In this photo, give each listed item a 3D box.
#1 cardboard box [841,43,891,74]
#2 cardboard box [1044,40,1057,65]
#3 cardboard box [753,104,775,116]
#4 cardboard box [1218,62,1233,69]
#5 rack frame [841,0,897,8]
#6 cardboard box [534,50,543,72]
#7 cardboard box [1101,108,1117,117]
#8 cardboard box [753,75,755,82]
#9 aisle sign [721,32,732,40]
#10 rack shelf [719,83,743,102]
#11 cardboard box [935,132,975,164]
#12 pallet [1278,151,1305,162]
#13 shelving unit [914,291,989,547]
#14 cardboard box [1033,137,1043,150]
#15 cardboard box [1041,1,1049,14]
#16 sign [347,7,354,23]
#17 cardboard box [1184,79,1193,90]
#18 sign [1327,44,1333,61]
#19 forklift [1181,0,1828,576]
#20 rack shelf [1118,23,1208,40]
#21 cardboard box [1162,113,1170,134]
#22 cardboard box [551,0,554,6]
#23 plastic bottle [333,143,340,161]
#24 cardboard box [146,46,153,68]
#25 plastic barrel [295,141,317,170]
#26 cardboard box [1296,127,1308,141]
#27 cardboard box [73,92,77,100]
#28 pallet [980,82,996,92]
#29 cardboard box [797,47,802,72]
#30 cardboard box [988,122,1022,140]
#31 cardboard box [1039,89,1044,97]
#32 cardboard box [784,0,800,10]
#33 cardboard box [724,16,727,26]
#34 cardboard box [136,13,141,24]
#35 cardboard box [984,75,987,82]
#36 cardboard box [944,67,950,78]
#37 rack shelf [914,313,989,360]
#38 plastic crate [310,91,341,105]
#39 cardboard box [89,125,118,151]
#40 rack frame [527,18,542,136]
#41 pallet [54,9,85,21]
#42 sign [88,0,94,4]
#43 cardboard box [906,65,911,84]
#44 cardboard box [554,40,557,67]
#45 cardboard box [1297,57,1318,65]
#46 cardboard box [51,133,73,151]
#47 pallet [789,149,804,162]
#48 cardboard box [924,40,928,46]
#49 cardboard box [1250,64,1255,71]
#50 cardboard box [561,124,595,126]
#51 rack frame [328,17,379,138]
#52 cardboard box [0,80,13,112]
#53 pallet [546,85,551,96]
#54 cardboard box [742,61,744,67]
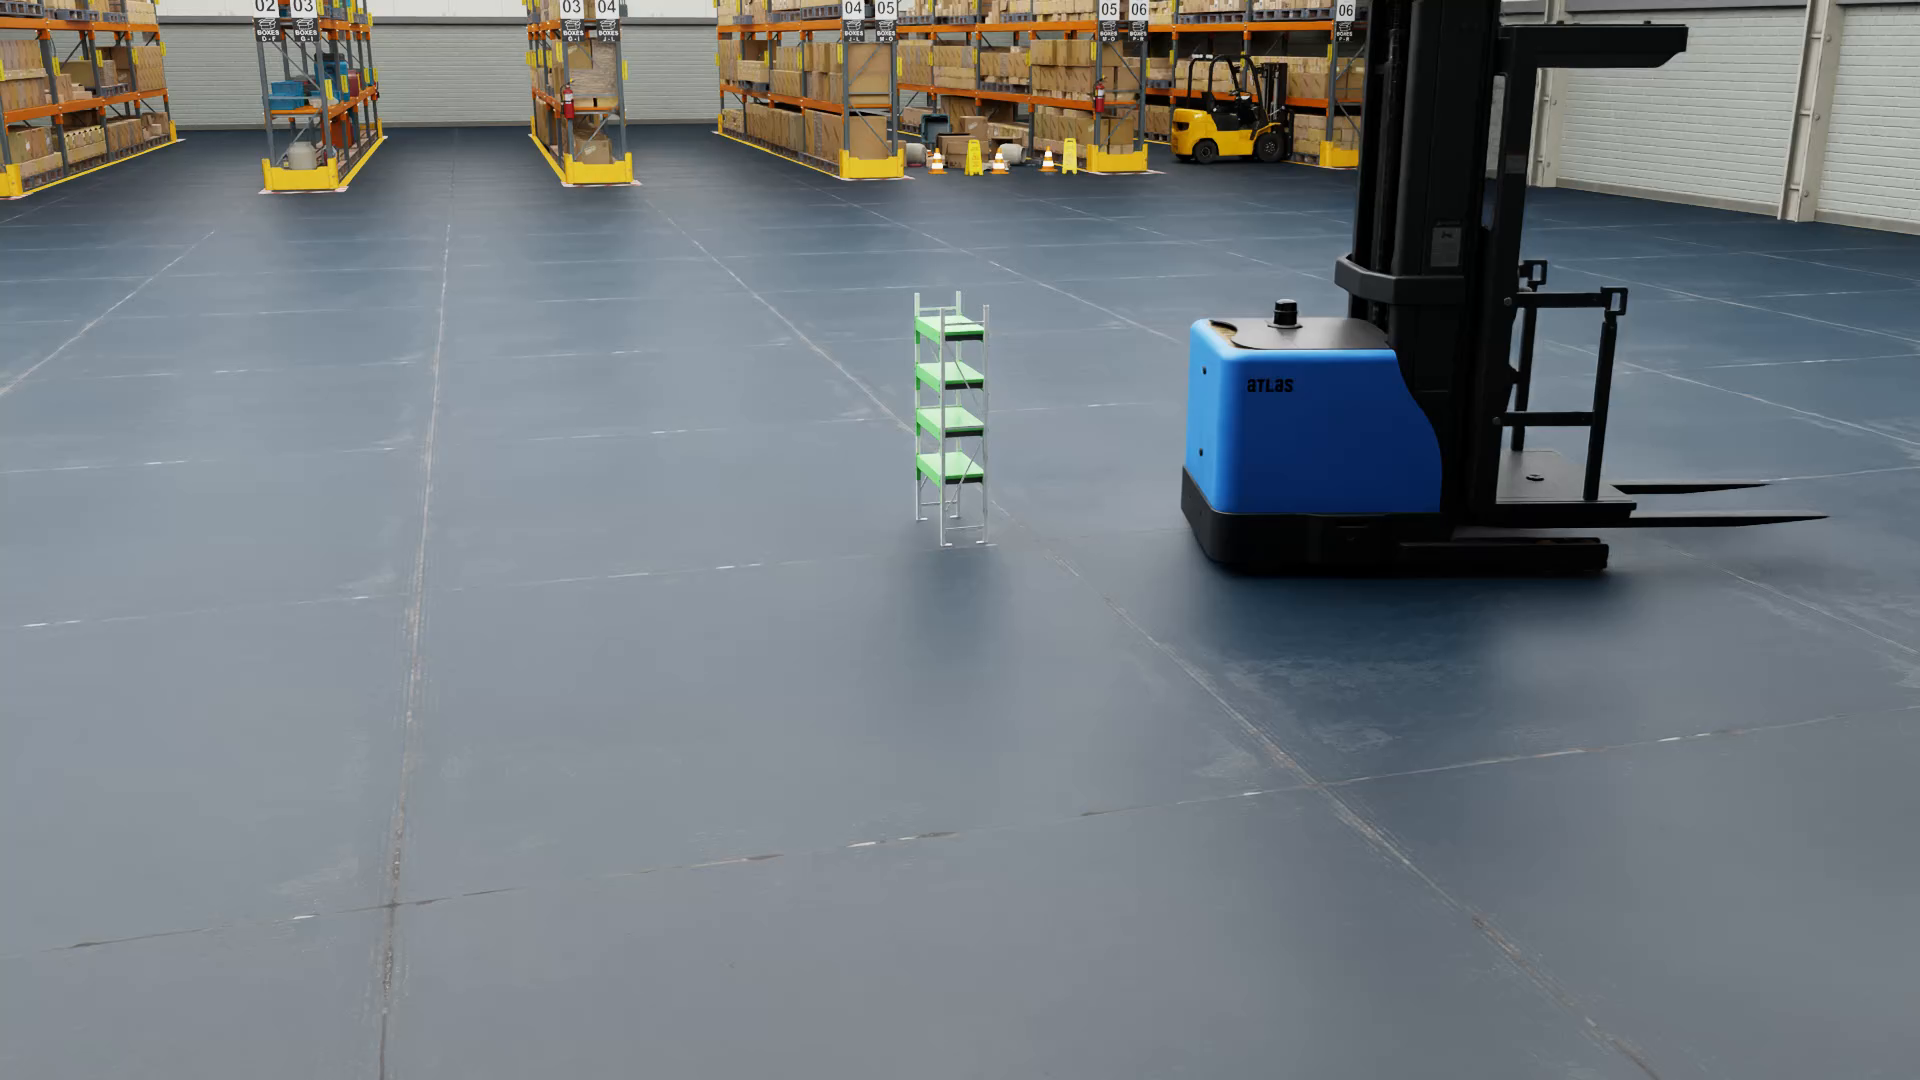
[{"bbox_3d":[-1.716,-8.899,30.726,0.875,0.550,0.550,-5,17,-15],"label":"cardboard box"},{"bbox_3d":[2.125,-9.976,34.021,0.700,0.500,0.500,-5,17,-16],"label":"cardboard box"},{"bbox_3d":[-4.715,-10.373,40.082,0.500,0.250,0.500,-4,17,-13],"label":"cardboard box"},{"bbox_3d":[6.129,-10.840,38.025,0.380,0.149,0.250,-5,17,-17],"label":"cardboard box"},{"bbox_3d":[-1.651,-11.077,29.688,1.000,3.000,0.127,-5,17,-15],"label":"rack frame"},{"bbox_3d":[-10.129,-11.695,40.612,0.500,0.500,0.500,-4,17,-14],"label":"cardboard box"},{"bbox_3d":[4.015,-11.743,45.948,0.700,0.500,0.500,-5,18,-17],"label":"cardboard box"},{"bbox_3d":[-4.630,-10.807,38.923,0.380,0.149,0.250,-5,17,-16],"label":"cardboard box"},{"bbox_3d":[-6.356,-13.872,44.899,0.394,0.787,0.004,-5,17,-15],"label":"aisle sign"},{"bbox_3d":[-5.498,-11.732,43.546,1.077,0.370,4.000,-5,17,-15],"label":"rack shelf"},{"bbox_3d":[-0.101,-8.037,34.096,0.797,0.637,0.503,-5,17,-15],"label":"cardboard box"},{"bbox_3d":[7.270,-8.227,35.472,1.003,0.211,1.213,-5,17,-15],"label":"pallet"},{"bbox_3d":[-0.045,-0.620,8.432,0.258,1.200,0.503,-5,17,-15],"label":"shelving unit"},{"bbox_3d":[1.884,-8.430,35.351,0.500,0.250,0.500,-6,18,-18],"label":"cardboard box"},{"bbox_3d":[1.990,-10.952,34.228,0.500,0.250,0.500,-5,17,-16],"label":"cardboard box"},{"bbox_3d":[-12.881,-11.093,35.136,0.100,0.325,0.005,-5,17,-15],"label":"sign"},{"bbox_3d":[5.674,-10.876,39.707,0.500,0.250,0.500,-5,17,-16],"label":"cardboard box"},{"bbox_3d":[7.327,-9.646,32.926,0.100,0.325,0.005,-5,17,-15],"label":"sign"},{"bbox_3d":[2.689,-1.388,7.979,3.031,2.935,1.130,0,17,-2],"label":"forklift"},{"bbox_3d":[5.104,-12.875,42.137,1.077,0.370,4.000,-5,17,-15],"label":"rack shelf"},{"bbox_3d":[5.331,-10.334,41.255,0.500,0.500,0.500,-4,17,-14],"label":"cardboard box"},{"bbox_3d":[-7.463,-10.098,31.209,0.380,0.149,0.250,-5,17,-16],"label":"cardboard box"},{"bbox_3d":[-11.855,-7.342,31.519,0.144,0.351,0.185,-5,17,-17],"label":"plastic bottle"},{"bbox_3d":[-19.556,-11.484,39.558,0.500,0.500,0.500,-4,17,-14],"label":"cardboard box"},{"bbox_3d":[-11.602,-6.773,29.380,0.421,0.512,0.421,0,17,0],"label":"plastic barrel"},{"bbox_3d":[7.290,-8.390,34.350,0.500,0.250,0.500,-5,17,-16],"label":"cardboard box"},{"bbox_3d":[-17.768,-8.802,32.978,0.380,0.149,0.250,-3,17,-11],"label":"cardboard box"},{"bbox_3d":[1.180,-10.556,38.713,1.213,0.211,1.003,-5,17,-15],"label":"pallet"},{"bbox_3d":[-3.036,-10.116,35.005,0.700,0.500,0.500,-5,17,-16],"label":"cardboard box"},{"bbox_3d":[1.028,-9.622,39.108,0.950,0.372,0.625,-6,18,-19],"label":"cardboard box"},{"bbox_3d":[1.879,-9.431,35.073,0.380,0.149,0.250,-4,17,-14],"label":"cardboard box"},{"bbox_3d":[-3.443,-11.421,35.297,0.500,0.311,0.500,-5,18,-17],"label":"cardboard box"},{"bbox_3d":[-5.876,-13.563,43.437,0.500,0.250,0.500,-5,18,-17],"label":"cardboard box"},{"bbox_3d":[-19.437,-12.173,38.810,0.500,0.250,0.500,-5,17,-15],"label":"cardboard box"},{"bbox_3d":[0.793,-10.813,38.941,0.380,0.149,0.250,-6,18,-18],"label":"cardboard box"},{"bbox_3d":[-0.084,-11.683,41.523,0.500,0.250,0.500,-4,17,-15],"label":"cardboard box"},{"bbox_3d":[-0.045,-1.019,8.312,0.258,0.148,0.480,-5,17,-15],"label":"rack shelf"},{"bbox_3d":[-11.744,-8.199,30.792,0.499,0.251,0.616,-5,17,-15],"label":"plastic crate"},{"bbox_3d":[-18.022,-8.433,34.892,0.500,0.500,0.500,-4,17,-13],"label":"cardboard box"},{"bbox_3d":[-10.845,-12.266,44.072,1.000,3.000,0.127,-5,17,-15],"label":"rack frame"},{"bbox_3d":[-17.590,-10.127,32.066,1.003,0.211,1.213,-4,17,-13],"label":"pallet"},{"bbox_3d":[-17.636,-11.035,33.722,0.100,0.325,0.005,-5,17,-15],"label":"sign"},{"bbox_3d":[-1.172,-12.662,45.217,0.500,0.500,0.500,-5,17,-16],"label":"cardboard box"},{"bbox_3d":[-7.392,-9.195,31.419,0.500,0.500,0.500,-5,17,-15],"label":"cardboard box"},{"bbox_3d":[7.180,-9.874,34.293,0.380,0.149,0.250,-4,17,-14],"label":"cardboard box"},{"bbox_3d":[-16.947,-7.451,31.118,0.500,0.311,0.500,-5,17,-15],"label":"cardboard box"},{"bbox_3d":[-3.035,-8.183,35.326,1.003,0.211,1.213,-5,17,-15],"label":"pallet"},{"bbox_3d":[-0.722,-13.060,43.677,0.380,0.149,0.250,-5,17,-16],"label":"cardboard box"},{"bbox_3d":[6.588,-10.373,36.469,0.380,0.149,0.250,-5,17,-16],"label":"cardboard box"},{"bbox_3d":[-8.116,-8.574,35.362,0.700,0.500,0.500,-3,17,-11],"label":"cardboard box"},{"bbox_3d":[-15.607,-11.874,42.768,1.000,3.000,0.127,-5,17,-15],"label":"rack frame"},{"bbox_3d":[-16.239,-7.381,27.636,0.700,0.500,0.500,-4,17,-14],"label":"cardboard box"},{"bbox_3d":[-8.348,-9.772,36.104,1.213,0.211,1.003,-5,17,-15],"label":"pallet"},{"bbox_3d":[-5.066,-11.527,40.285,0.380,0.149,0.250,-5,17,-16],"label":"cardboard box"}]
